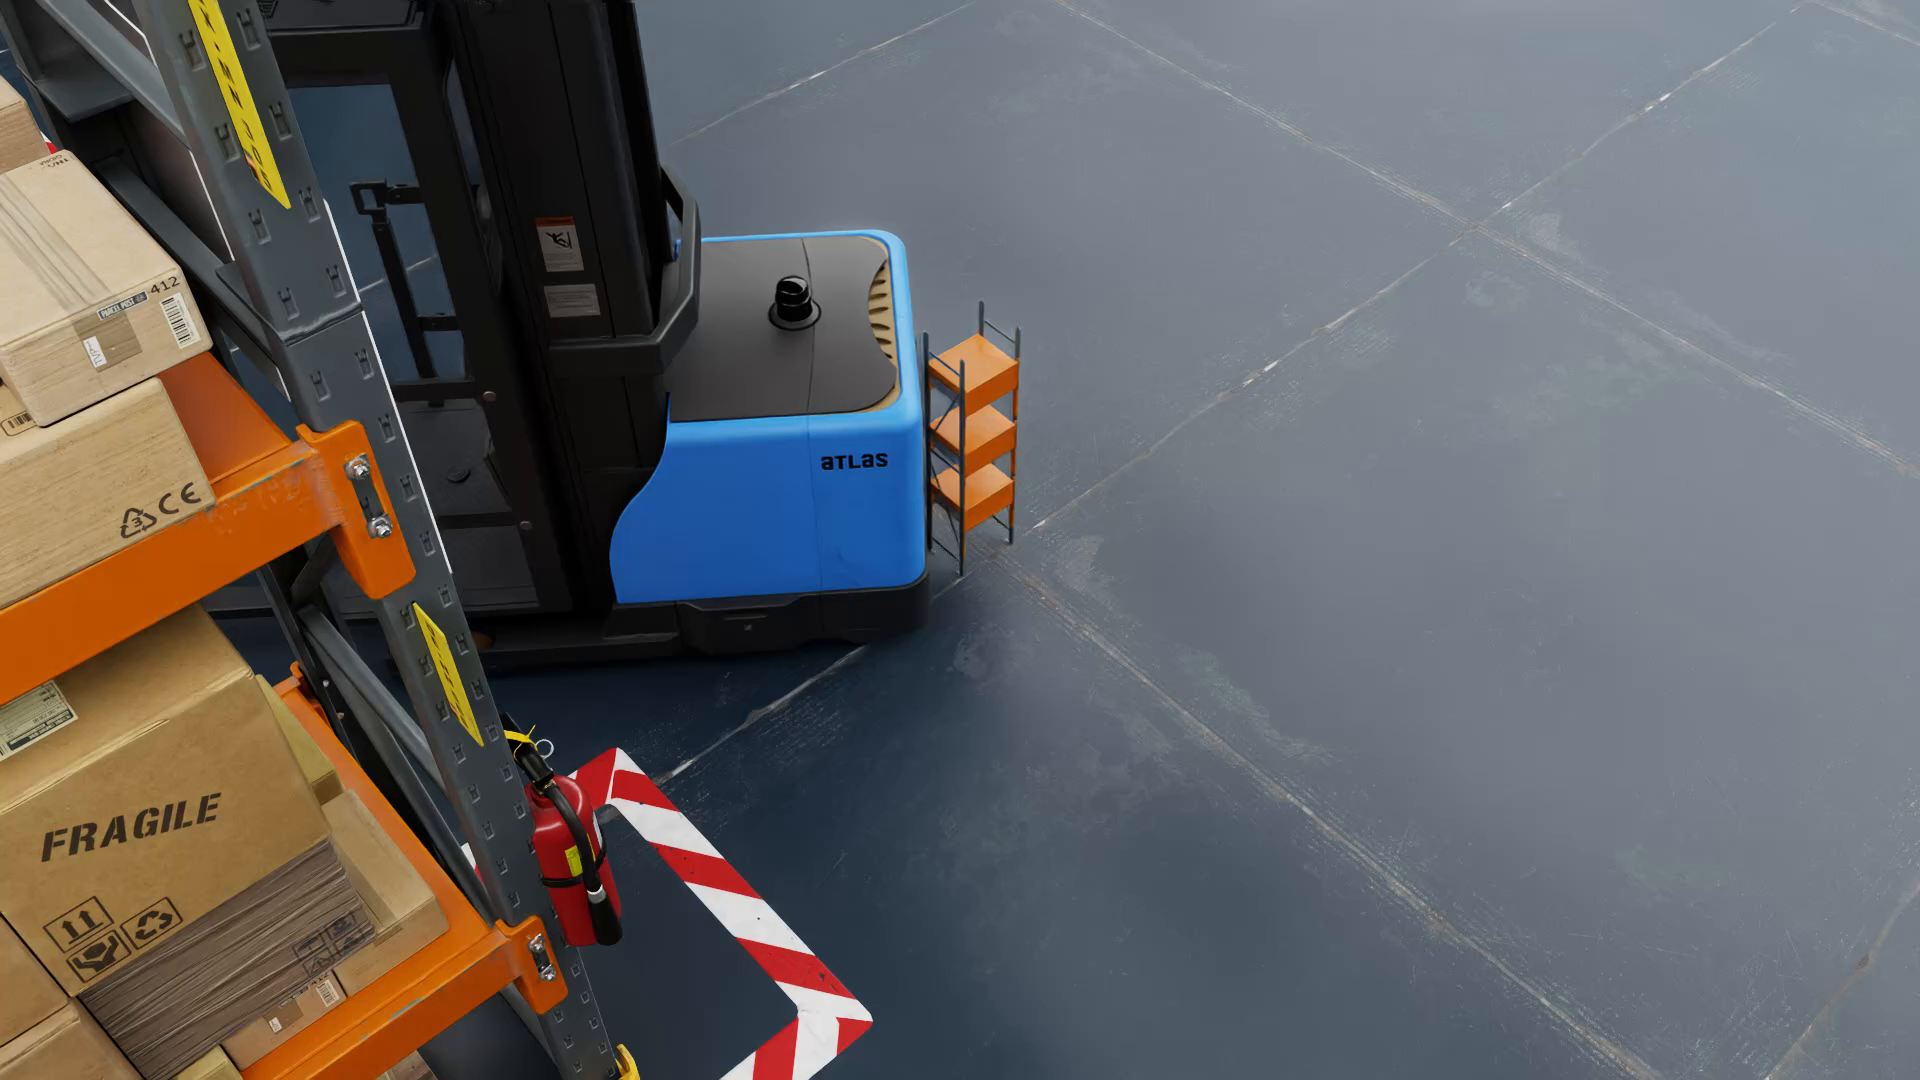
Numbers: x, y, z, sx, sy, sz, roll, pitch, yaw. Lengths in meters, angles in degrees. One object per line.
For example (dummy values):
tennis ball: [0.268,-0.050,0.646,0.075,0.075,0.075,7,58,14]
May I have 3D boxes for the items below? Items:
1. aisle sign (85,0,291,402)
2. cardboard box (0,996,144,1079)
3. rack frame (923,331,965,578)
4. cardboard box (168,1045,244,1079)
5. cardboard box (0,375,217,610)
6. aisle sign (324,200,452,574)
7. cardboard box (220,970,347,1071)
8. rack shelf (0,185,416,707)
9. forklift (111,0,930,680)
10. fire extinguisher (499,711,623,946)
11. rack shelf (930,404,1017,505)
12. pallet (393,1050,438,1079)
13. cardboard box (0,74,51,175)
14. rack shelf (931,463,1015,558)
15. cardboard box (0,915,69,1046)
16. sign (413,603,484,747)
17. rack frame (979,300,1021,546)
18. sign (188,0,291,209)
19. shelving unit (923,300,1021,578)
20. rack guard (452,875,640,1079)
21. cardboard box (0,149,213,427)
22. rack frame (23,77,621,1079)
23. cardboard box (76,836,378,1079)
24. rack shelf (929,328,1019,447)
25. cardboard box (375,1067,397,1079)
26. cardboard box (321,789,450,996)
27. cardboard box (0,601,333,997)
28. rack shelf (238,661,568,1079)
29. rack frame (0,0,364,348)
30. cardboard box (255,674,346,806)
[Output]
aisle sign: [-1.430,-0.642,3.032,0.004,0.787,0.394,-34,56,-27]
cardboard box: [-1.988,0.868,3.137,0.500,0.500,0.875,-34,56,-27]
rack frame: [-0.053,-0.273,5.787,0.008,1.050,0.200,-33,55,-26]
cardboard box: [-1.681,1.047,3.414,0.250,0.149,0.380,-34,56,-27]
cardboard box: [-1.459,-0.156,2.414,0.500,0.250,0.500,-33,55,-26]
aisle sign: [-1.026,-0.315,2.731,0.004,0.787,0.394,-34,56,-27]
cardboard box: [-1.531,0.895,3.554,0.250,0.149,0.380,-34,56,-27]
rack shelf: [-2.753,0.649,2.058,4.000,0.370,1.077,-34,56,-27]
forklift: [-1.652,-0.914,5.099,3.031,2.935,1.130,-4,47,-3]
fire extinguisher: [-0.879,0.654,3.658,0.183,0.674,0.296,-34,56,-27]
rack shelf: [0.040,-0.324,5.849,0.240,0.259,0.215,-33,55,-26]
pallet: [-1.955,1.799,4.446,1.213,0.211,1.003,-34,56,-27]
cardboard box: [-1.633,-0.657,2.605,0.250,0.149,0.380,-34,56,-27]
rack shelf: [0.040,-0.136,6.054,0.240,0.259,0.215,-33,55,-26]
cardboard box: [-1.880,0.616,2.689,0.500,0.500,0.500,-34,56,-27]
sign: [-0.915,0.246,2.980,0.005,0.325,0.100,-34,56,-27]
rack frame: [0.132,-0.390,5.896,0.008,1.050,0.200,-33,55,-26]
sign: [-0.915,-0.572,2.093,0.005,0.325,0.100,-34,56,-27]
shelving unit: [0.040,-0.332,5.842,0.252,1.050,0.215,-33,55,-26]
rack guard: [-1.330,1.319,4.693,0.348,0.500,1.175,-34,56,-27]
cardboard box: [-1.269,-0.361,2.332,0.250,0.149,0.380,-34,56,-27]
rack frame: [-1.274,0.434,3.809,0.127,3.000,1.000,-34,56,-27]
cardboard box: [-1.699,0.556,3.426,0.500,0.500,0.875,-34,56,-27]
rack shelf: [0.040,-0.517,5.641,0.240,0.259,0.215,-33,55,-26]
cardboard box: [-1.747,1.439,4.297,0.500,0.500,0.500,-24,52,-21]
cardboard box: [-1.346,0.772,3.668,0.250,0.149,0.380,-34,56,-27]
cardboard box: [-1.514,0.366,2.920,0.500,0.500,0.500,-34,56,-27]
rack shelf: [-2.753,1.666,3.161,4.000,0.370,1.077,-34,56,-27]
rack frame: [-1.274,-1.601,1.604,0.127,3.000,1.000,-34,56,-27]
cardboard box: [-1.645,0.530,3.891,0.250,0.149,0.380,-34,56,-27]
